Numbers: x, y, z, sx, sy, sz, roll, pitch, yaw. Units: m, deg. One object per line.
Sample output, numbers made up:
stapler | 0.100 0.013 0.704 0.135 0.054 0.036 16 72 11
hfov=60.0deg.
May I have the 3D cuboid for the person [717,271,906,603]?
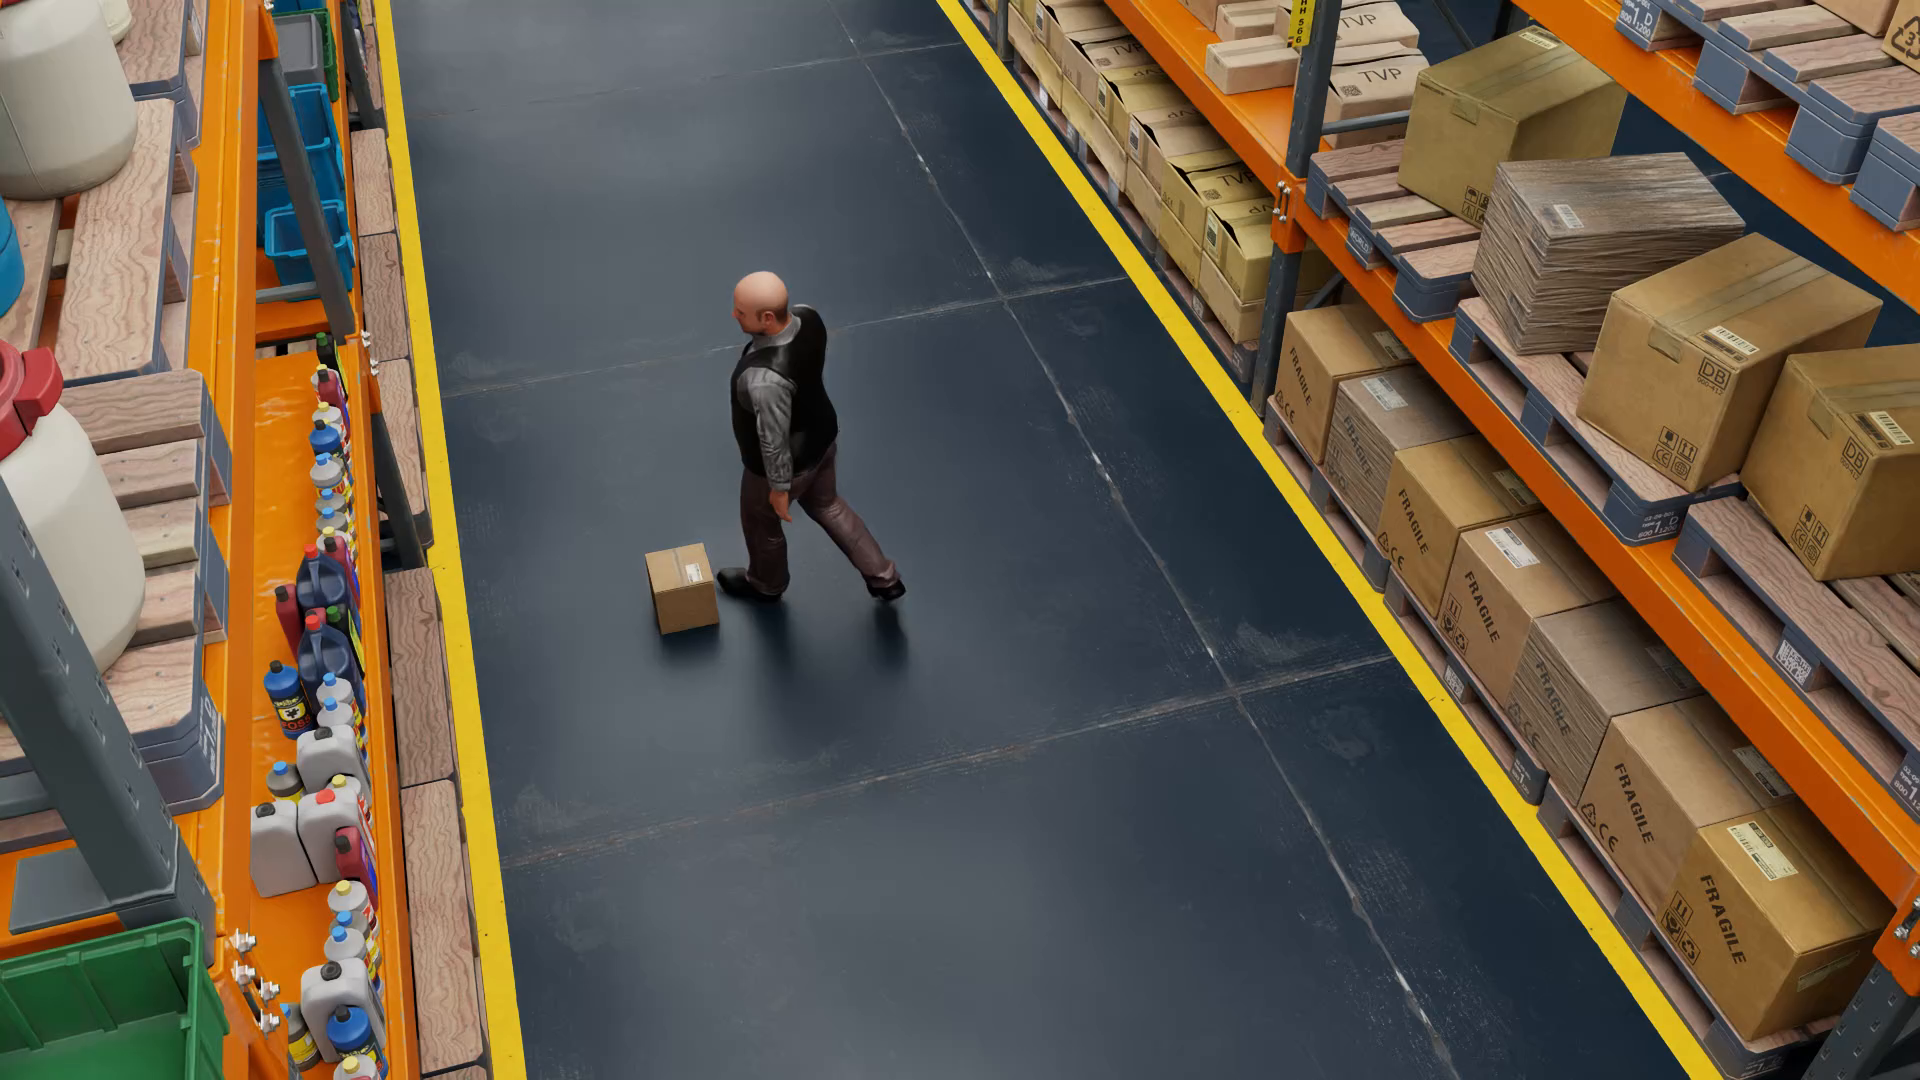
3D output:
person | -0.642 -0.352 6.578 0.872 1.706 0.599 15 44 16
